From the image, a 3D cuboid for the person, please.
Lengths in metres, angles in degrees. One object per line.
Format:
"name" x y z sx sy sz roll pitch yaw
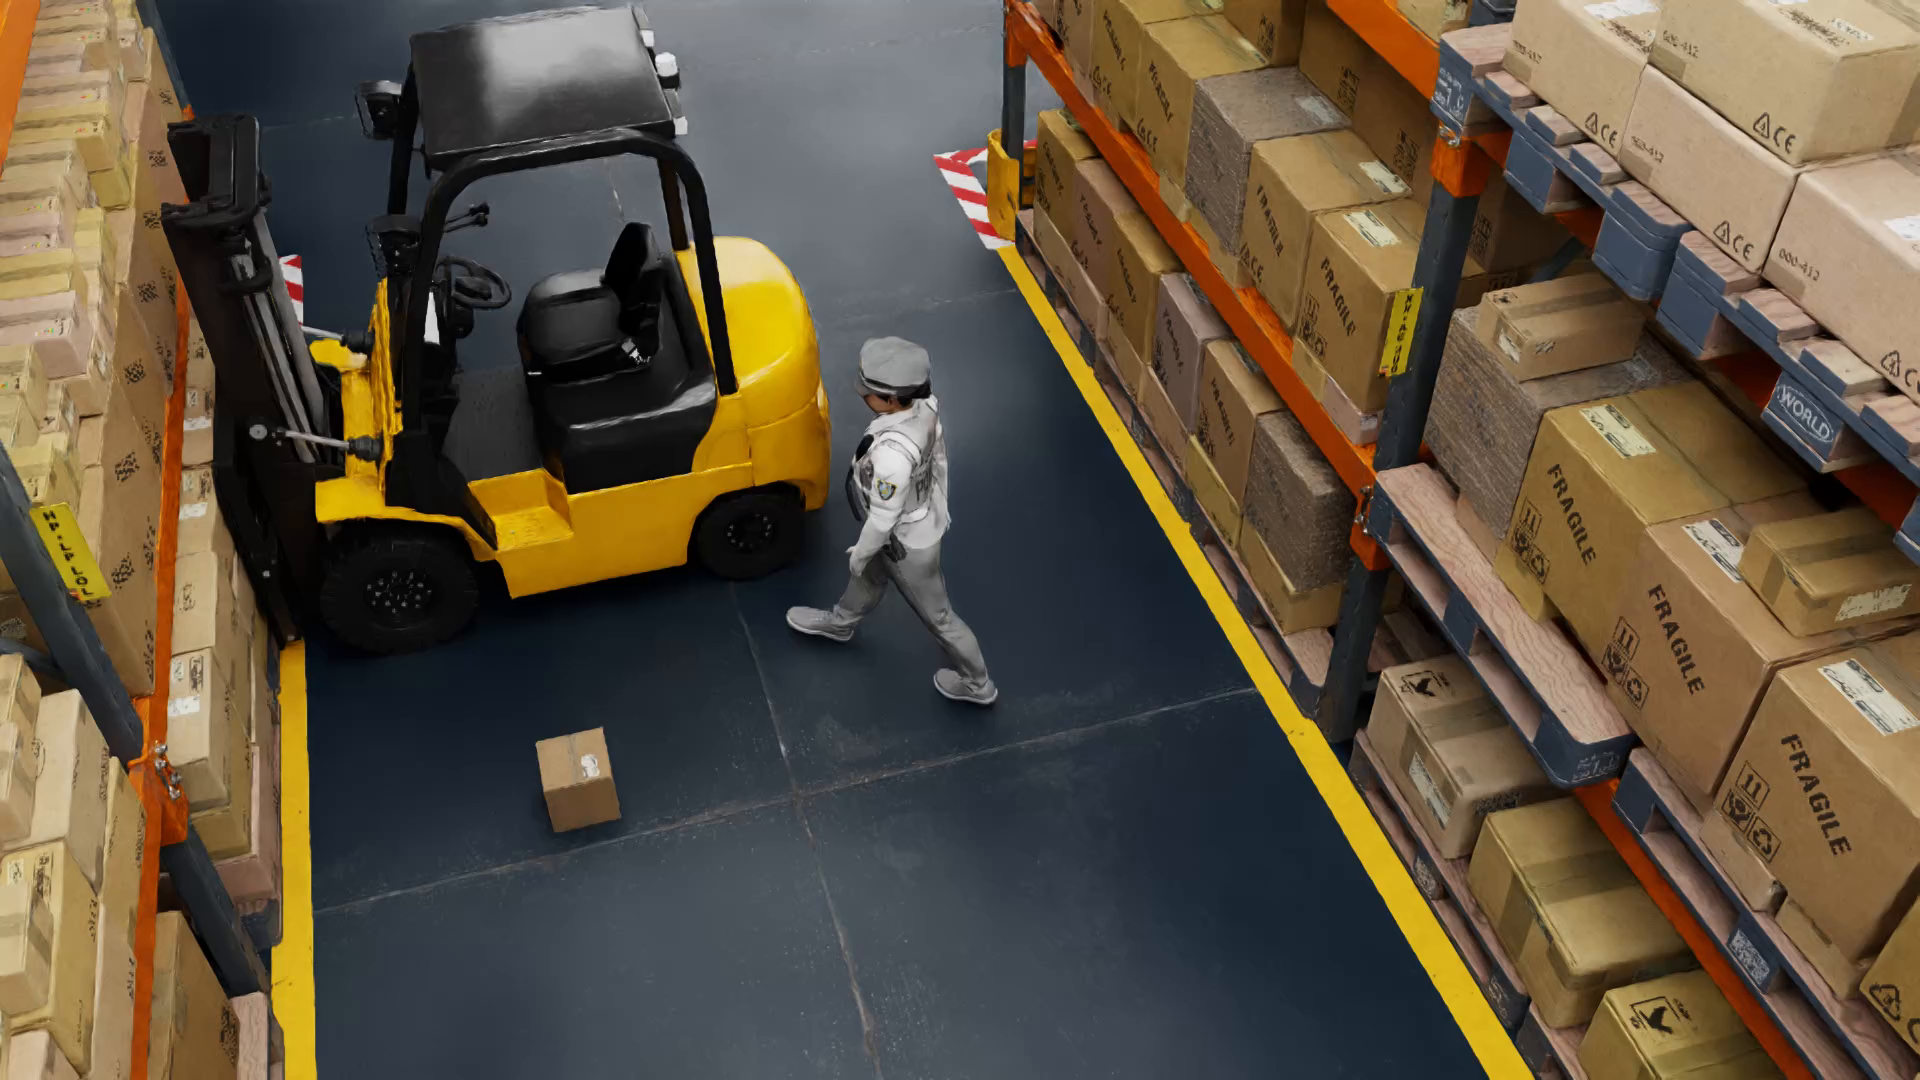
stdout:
"person" -0.290 -0.051 6.217 0.904 1.637 0.519 4 43 4
